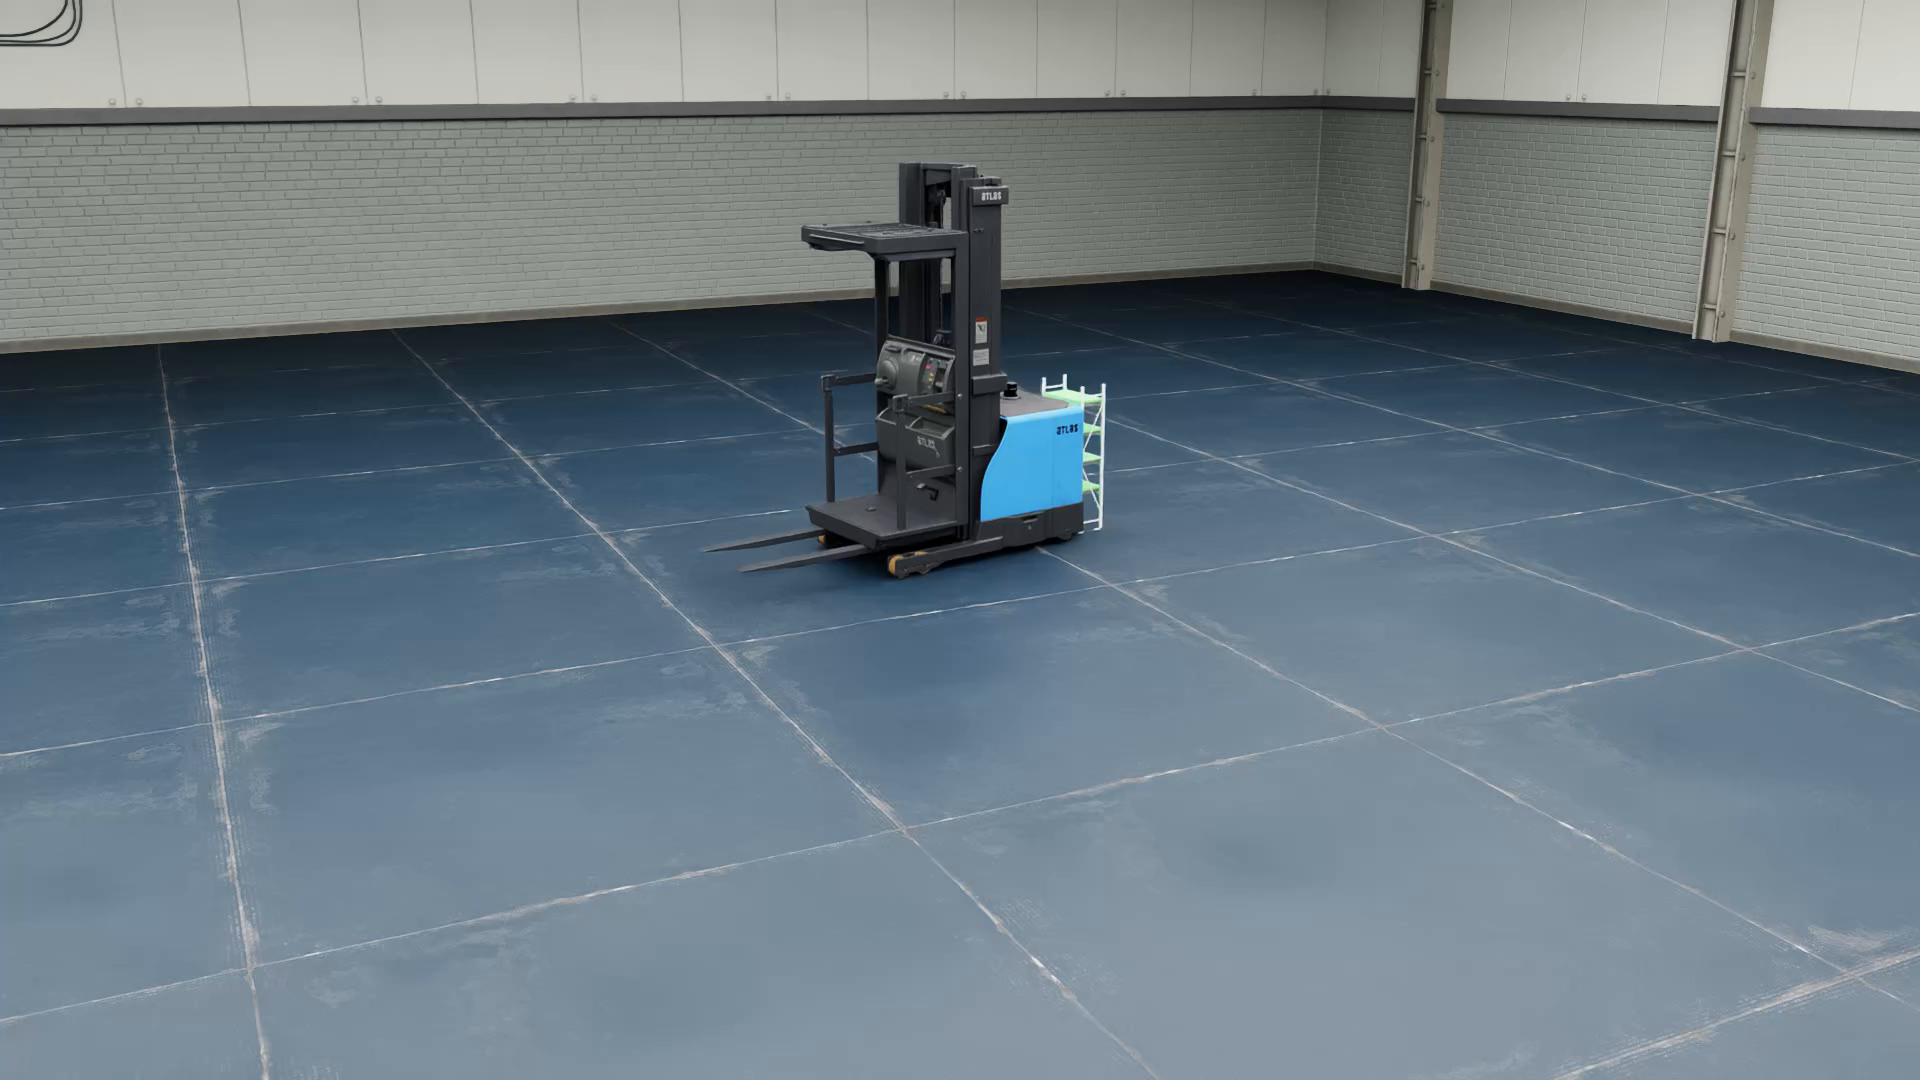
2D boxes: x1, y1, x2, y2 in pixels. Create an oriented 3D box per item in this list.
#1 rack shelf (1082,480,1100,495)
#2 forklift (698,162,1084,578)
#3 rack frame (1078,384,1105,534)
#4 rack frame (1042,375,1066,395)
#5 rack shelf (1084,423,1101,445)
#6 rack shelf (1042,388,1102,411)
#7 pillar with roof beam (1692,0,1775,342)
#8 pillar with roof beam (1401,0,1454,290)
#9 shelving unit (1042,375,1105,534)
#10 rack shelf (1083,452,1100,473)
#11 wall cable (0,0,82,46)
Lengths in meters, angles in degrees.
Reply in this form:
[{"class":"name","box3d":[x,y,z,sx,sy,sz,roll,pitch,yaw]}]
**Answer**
[{"class":"rack shelf","box3d":[0.912,-0.411,13.610,0.258,0.148,0.480,-11,19,-34]},{"class":"forklift","box3d":[-0.505,-1.293,12.443,3.031,2.935,1.130,-11,20,-34]},{"class":"rack frame","box3d":[1.055,-0.649,13.337,0.240,1.200,0.015,-11,19,-34]},{"class":"rack frame","box3d":[0.769,-0.758,13.716,0.240,1.200,0.015,-11,19,-34]},{"class":"rack shelf","box3d":[0.912,-0.873,13.478,0.258,0.148,0.480,-11,19,-34]},{"class":"rack shelf","box3d":[0.912,-1.103,13.412,0.258,0.148,0.480,-11,19,-34]},{"class":"pillar with roof beam","box3d":[6.448,-6.558,19.788,9.100,9.000,0.400,-8,18,-25]},{"class":"pillar with roof beam","box3d":[3.819,-8.045,24.972,9.100,9.000,0.400,-8,18,-25]},{"class":"shelving unit","box3d":[0.912,-0.703,13.526,0.258,1.200,0.503,-11,19,-34]},{"class":"rack shelf","box3d":[0.912,-0.642,13.544,0.258,0.148,0.480,-11,19,-34]},{"class":"wall cable","box3d":[-12.188,-8.427,20.137,2.305,6.003,0.169,-8,18,-25]}]
